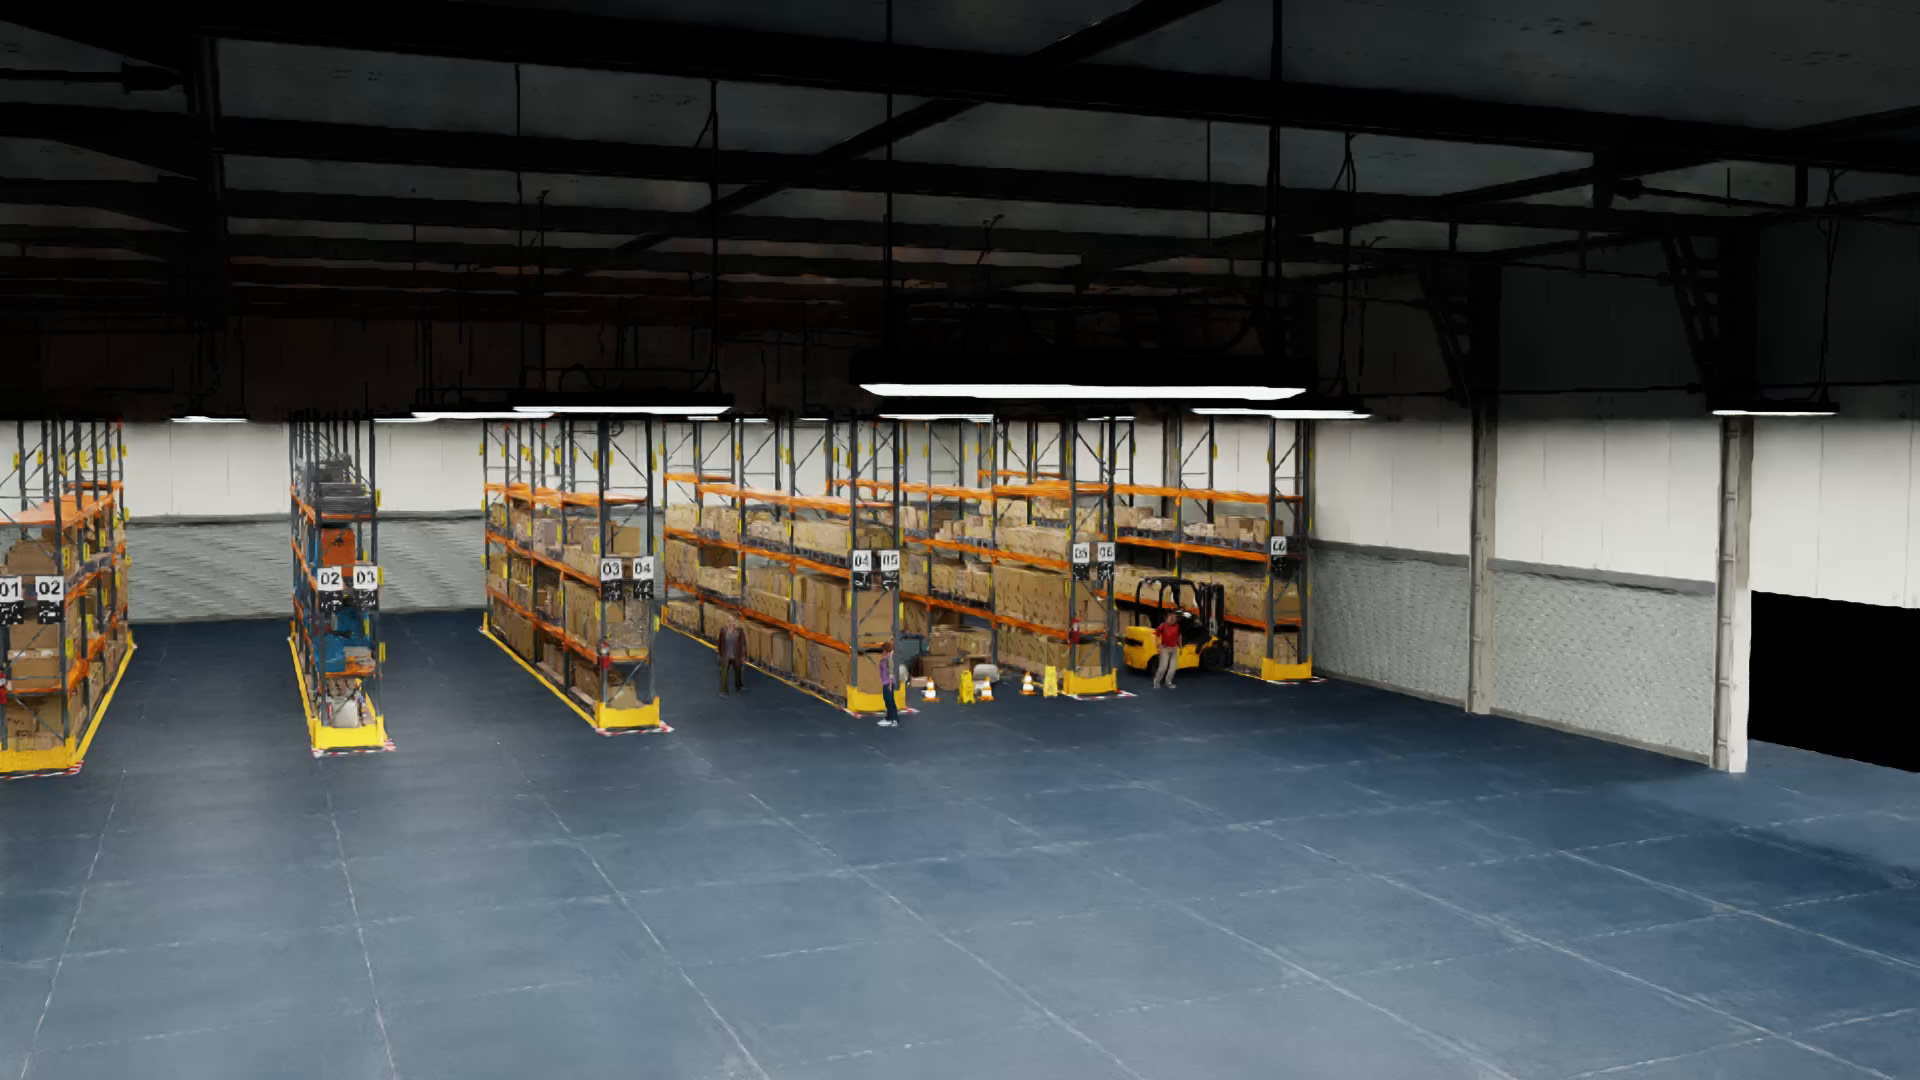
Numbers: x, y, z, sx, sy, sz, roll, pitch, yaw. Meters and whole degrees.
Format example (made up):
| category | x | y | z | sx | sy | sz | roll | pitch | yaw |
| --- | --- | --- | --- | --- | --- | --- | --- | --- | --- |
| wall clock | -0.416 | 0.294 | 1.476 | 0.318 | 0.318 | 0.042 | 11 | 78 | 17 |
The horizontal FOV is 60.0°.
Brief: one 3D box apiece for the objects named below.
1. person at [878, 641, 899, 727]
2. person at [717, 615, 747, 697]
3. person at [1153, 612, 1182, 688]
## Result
| category | x | y | z | sx | sy | sz | roll | pitch | yaw |
| --- | --- | --- | --- | --- | --- | --- | --- | --- | --- |
| person | -1.343 | 2.713 | 31.448 | 0.355 | 1.597 | 0.525 | -1 | 4 | -16 |
| person | -4.795 | 2.467 | 34.969 | 0.635 | 1.619 | 1.046 | 0 | 4 | -3 |
| person | 4.481 | 2.378 | 35.883 | 0.682 | 1.676 | 0.535 | -2 | 4 | -25 |
